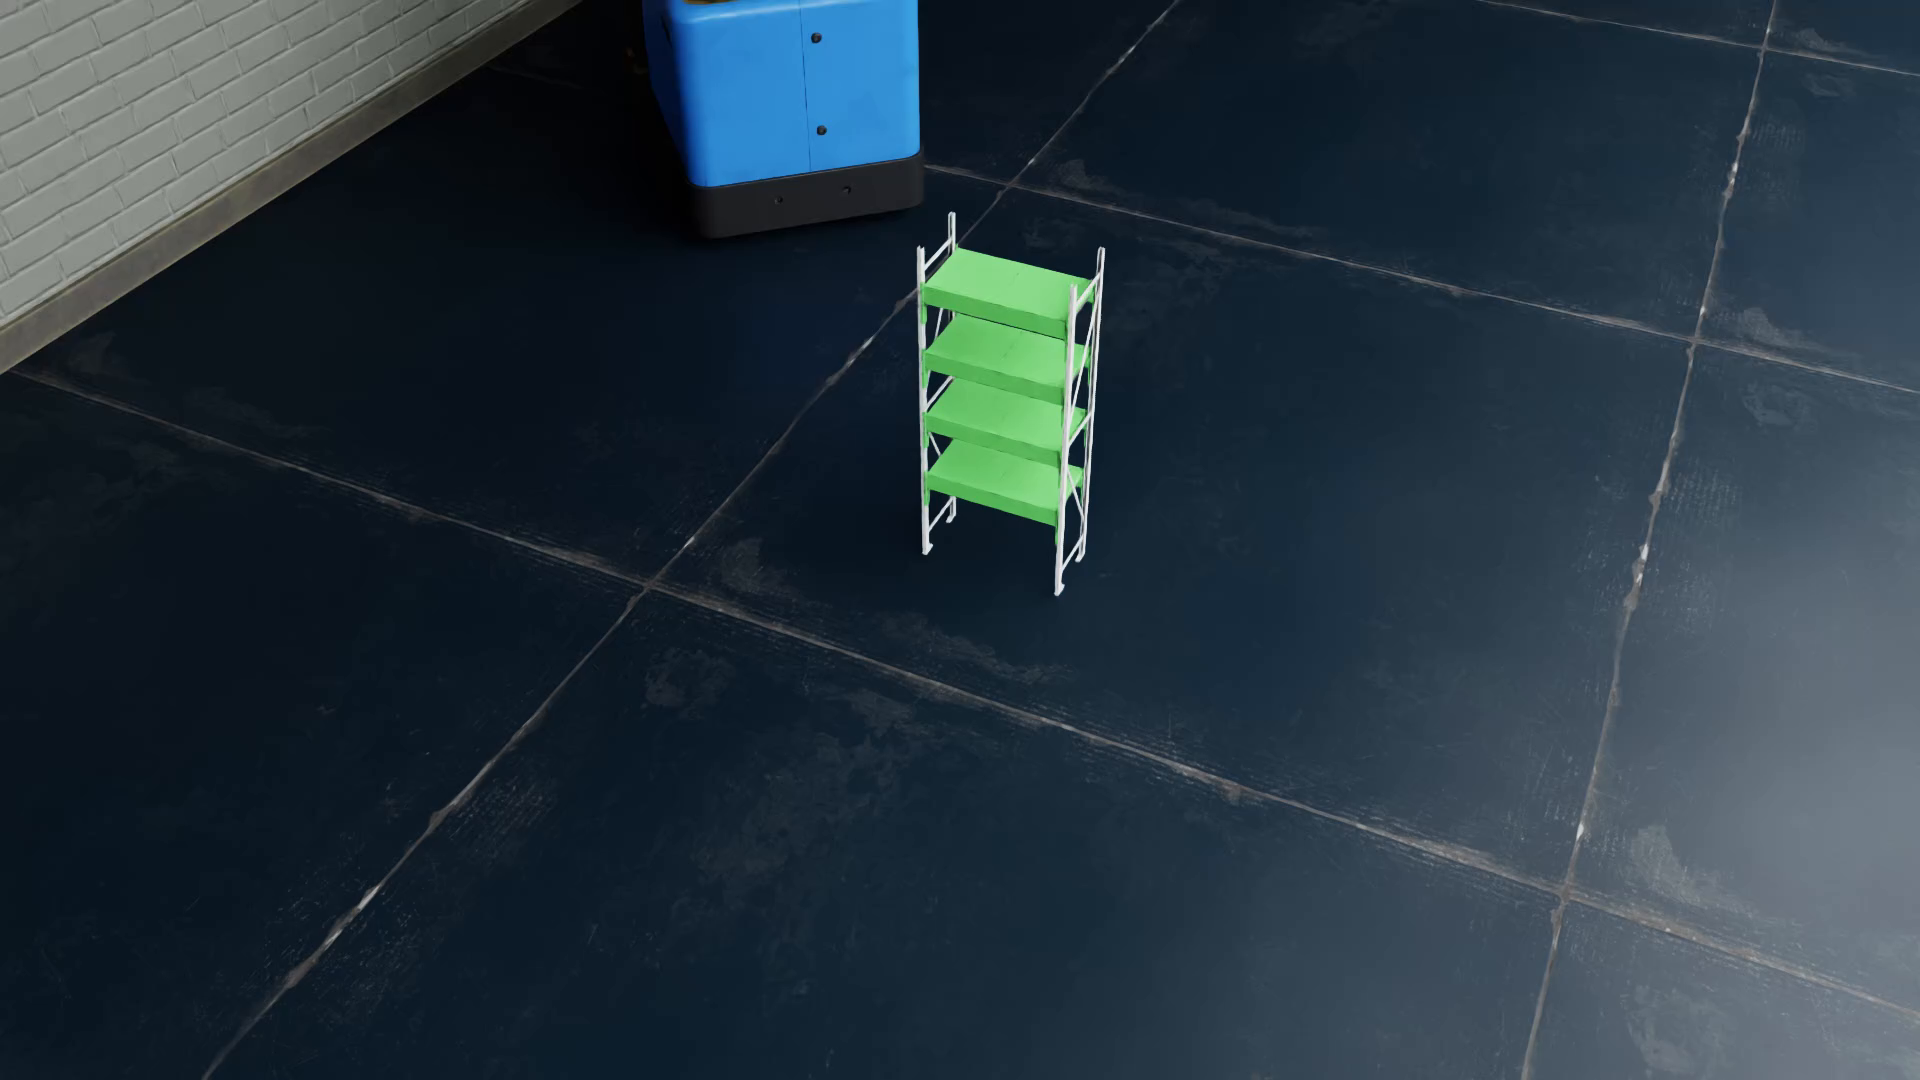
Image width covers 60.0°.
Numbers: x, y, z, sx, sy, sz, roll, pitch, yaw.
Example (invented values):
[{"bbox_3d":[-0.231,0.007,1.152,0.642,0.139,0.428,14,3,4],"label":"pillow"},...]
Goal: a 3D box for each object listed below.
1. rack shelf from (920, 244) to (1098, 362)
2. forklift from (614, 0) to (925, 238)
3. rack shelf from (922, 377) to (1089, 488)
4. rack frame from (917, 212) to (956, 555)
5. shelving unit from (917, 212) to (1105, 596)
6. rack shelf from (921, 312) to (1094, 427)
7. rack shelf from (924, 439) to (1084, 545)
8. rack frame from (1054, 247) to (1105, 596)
[{"bbox_3d":[0.150,-0.722,5.032,0.480,0.148,0.258,17,44,19],"label":"rack shelf"},{"bbox_3d":[-1.083,-3.377,7.408,1.130,2.935,3.031,-12,42,-13],"label":"forklift"},{"bbox_3d":[0.150,-0.359,5.346,0.480,0.148,0.258,17,44,19],"label":"rack shelf"},{"bbox_3d":[-0.071,-0.475,5.382,0.015,1.200,0.240,17,44,19],"label":"rack frame"},{"bbox_3d":[0.150,-0.408,5.304,0.503,1.200,0.258,17,44,19],"label":"shelving unit"},{"bbox_3d":[0.150,-0.541,5.189,0.480,0.148,0.258,17,44,19],"label":"rack shelf"},{"bbox_3d":[0.150,-0.178,5.503,0.480,0.148,0.258,17,44,19],"label":"rack shelf"},{"bbox_3d":[0.371,-0.340,5.226,0.015,1.200,0.240,17,44,19],"label":"rack frame"}]
